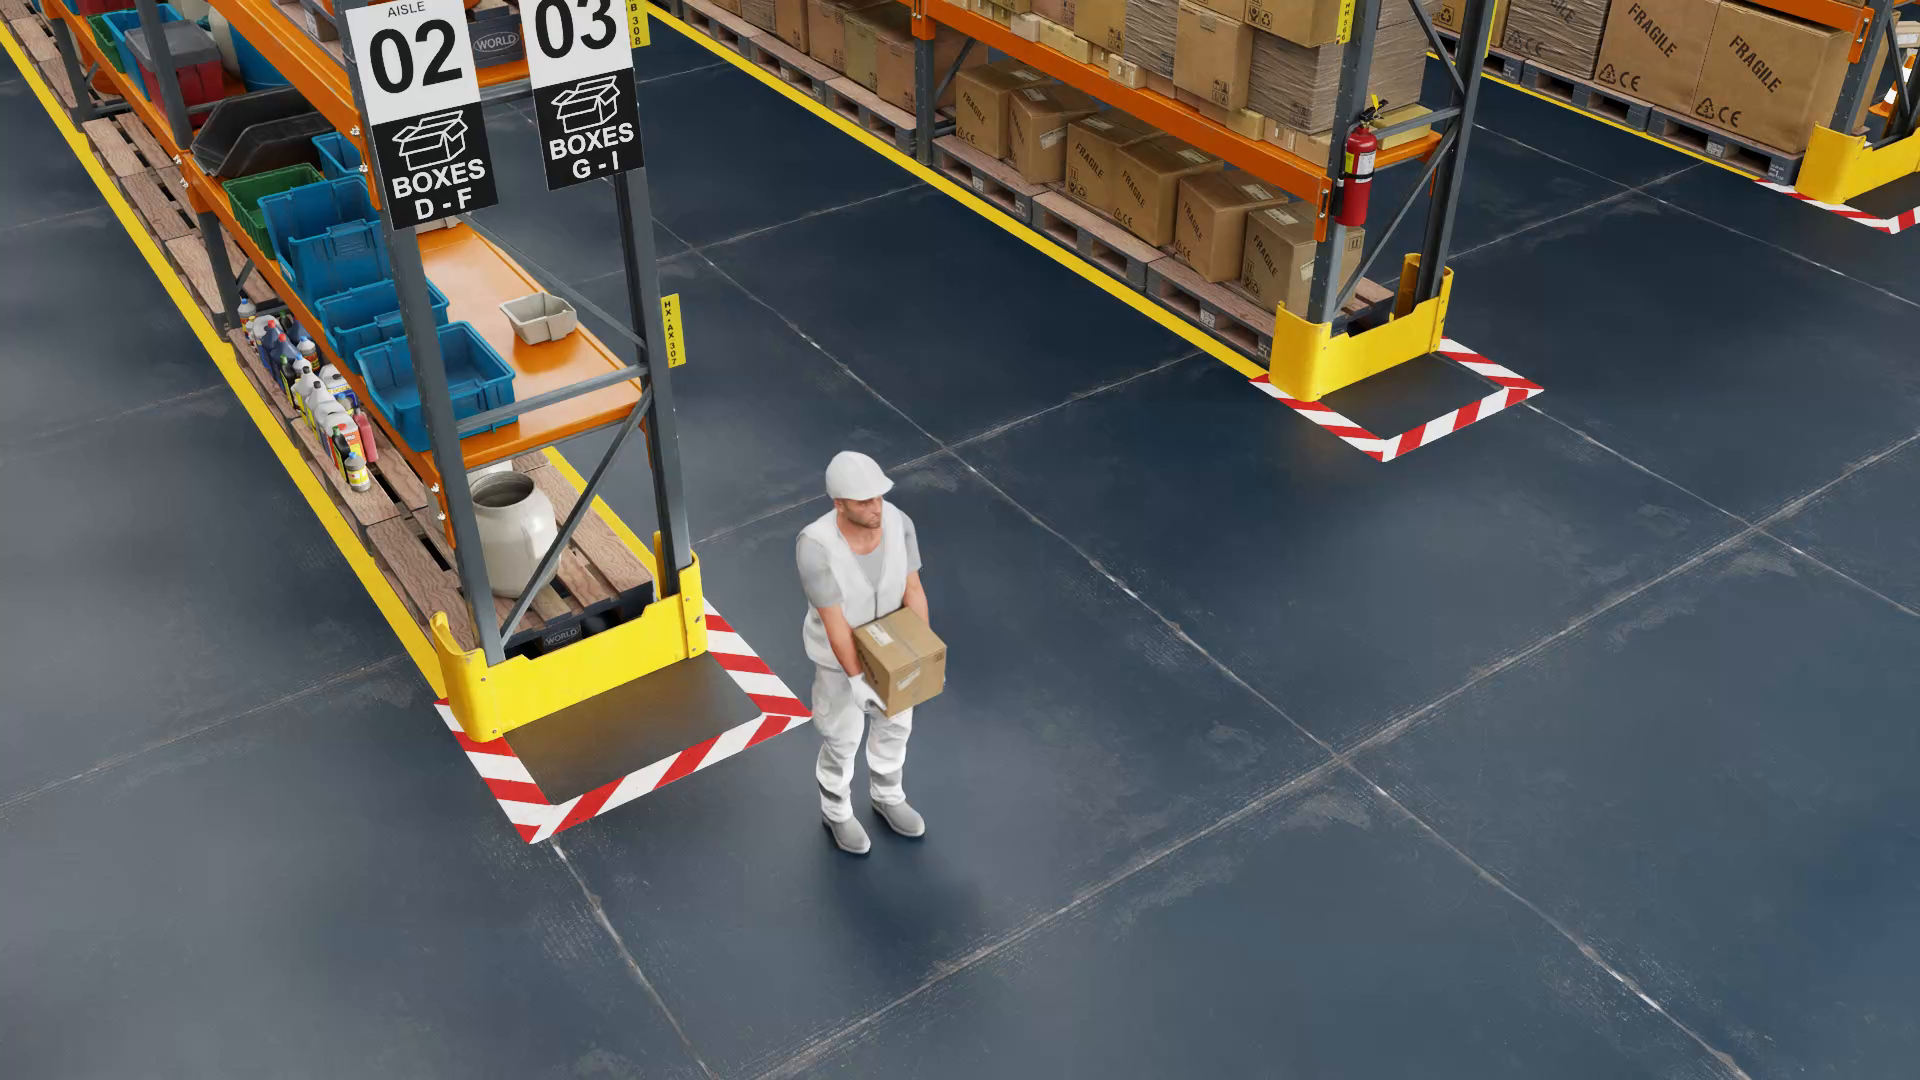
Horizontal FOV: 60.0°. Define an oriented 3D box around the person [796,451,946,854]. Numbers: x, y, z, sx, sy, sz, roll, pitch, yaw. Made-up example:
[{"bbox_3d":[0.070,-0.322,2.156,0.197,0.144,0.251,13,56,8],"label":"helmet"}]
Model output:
[{"bbox_3d":[-0.318,0.470,6.336,0.495,1.787,0.563,-23,42,-28],"label":"person"}]
